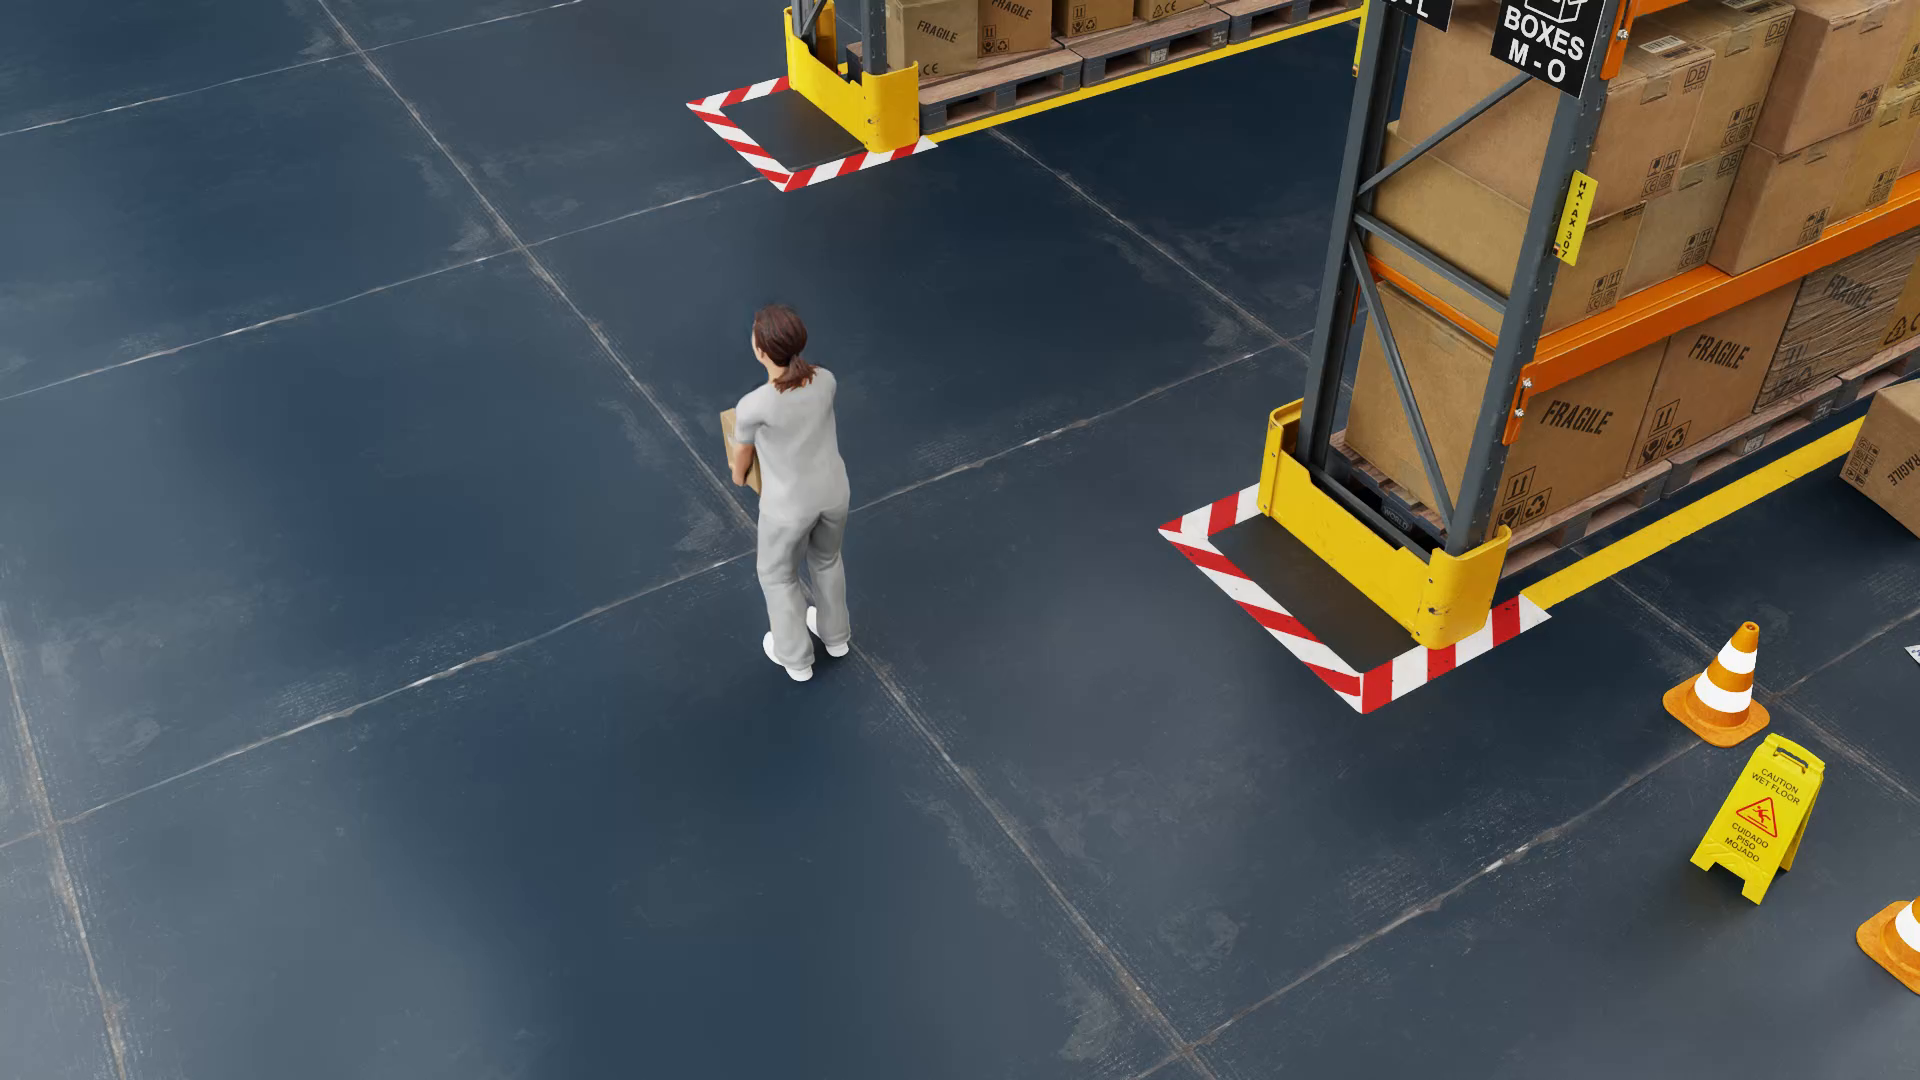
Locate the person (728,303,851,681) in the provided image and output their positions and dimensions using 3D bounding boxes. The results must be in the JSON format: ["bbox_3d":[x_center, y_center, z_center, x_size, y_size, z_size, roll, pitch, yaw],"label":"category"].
[{"bbox_3d":[-0.659,-0.197,6.399,0.410,1.664,0.510,-23,46,-25],"label":"person"}]
